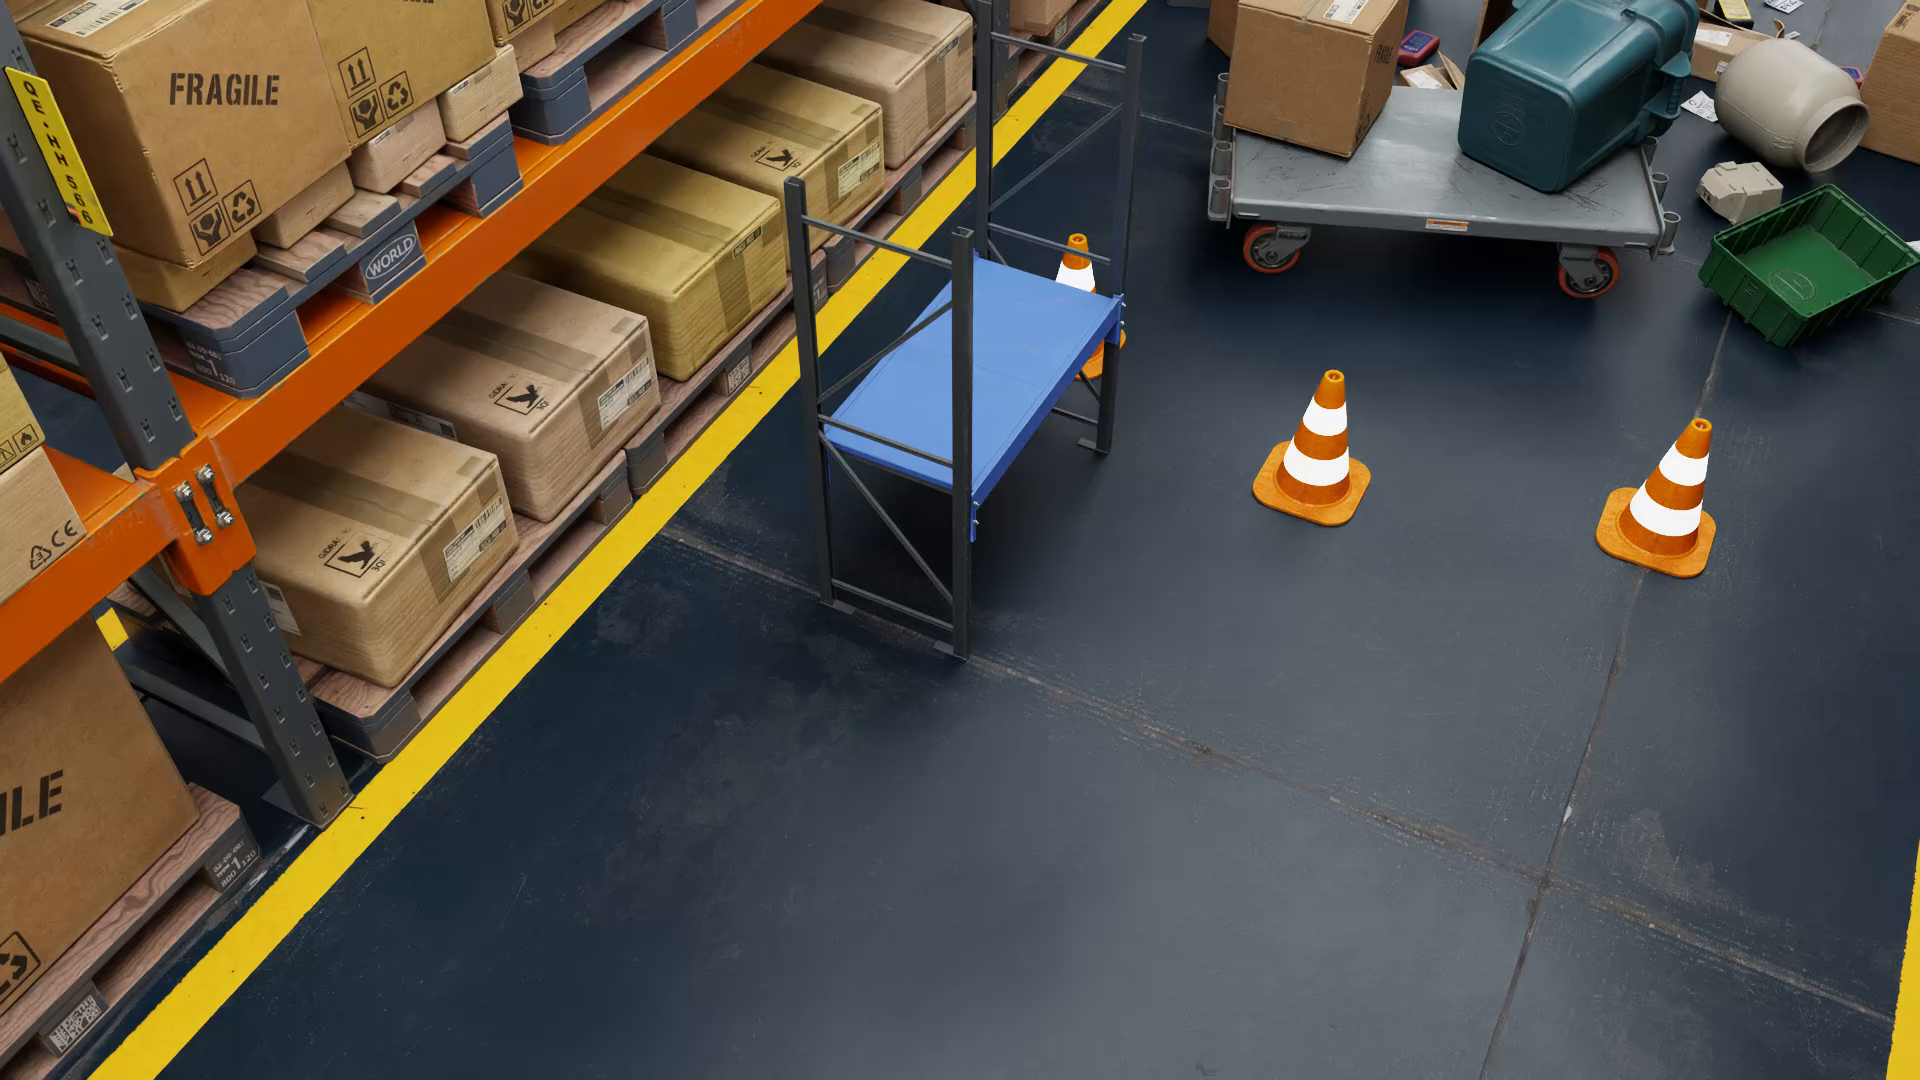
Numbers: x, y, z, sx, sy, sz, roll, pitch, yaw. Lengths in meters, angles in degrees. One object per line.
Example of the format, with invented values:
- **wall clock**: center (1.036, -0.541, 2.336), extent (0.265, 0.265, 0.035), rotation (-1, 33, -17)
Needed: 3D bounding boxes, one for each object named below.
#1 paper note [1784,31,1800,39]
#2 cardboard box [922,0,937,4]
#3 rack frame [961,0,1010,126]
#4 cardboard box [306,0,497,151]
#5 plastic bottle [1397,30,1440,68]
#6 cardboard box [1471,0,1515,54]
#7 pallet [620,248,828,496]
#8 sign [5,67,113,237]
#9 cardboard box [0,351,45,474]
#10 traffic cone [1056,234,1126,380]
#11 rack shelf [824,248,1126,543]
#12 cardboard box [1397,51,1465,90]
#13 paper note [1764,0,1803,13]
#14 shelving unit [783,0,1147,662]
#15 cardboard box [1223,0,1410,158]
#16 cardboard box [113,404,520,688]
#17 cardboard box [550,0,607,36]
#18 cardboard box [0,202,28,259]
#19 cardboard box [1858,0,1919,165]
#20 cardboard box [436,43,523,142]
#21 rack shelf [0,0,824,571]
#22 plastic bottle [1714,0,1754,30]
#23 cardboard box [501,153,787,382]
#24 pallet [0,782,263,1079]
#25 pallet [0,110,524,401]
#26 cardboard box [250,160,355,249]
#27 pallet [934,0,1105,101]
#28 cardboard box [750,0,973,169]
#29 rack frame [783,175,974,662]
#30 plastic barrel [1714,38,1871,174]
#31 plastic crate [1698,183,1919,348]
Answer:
- **paper note**: center (3.730, -2.267, 7.483), extent (0.123, 0.001, 0.032), rotation (-24, 50, -22)
- **cardboard box**: center (-0.232, -2.635, 7.384), extent (0.500, 0.250, 0.500), rotation (23, 50, 21)
- **rack frame**: center (-0.268, -2.993, 6.099), extent (1.000, 3.000, 0.127), rotation (20, 49, 19)
- **cardboard box**: center (-1.475, -1.298, 3.850), extent (0.500, 0.500, 0.500), rotation (23, 50, 21)
- **plastic bottle**: center (1.992, -2.154, 7.336), extent (0.133, 0.061, 0.283), rotation (29, 52, 25)
- **cardboard box**: center (2.589, -2.149, 6.925), extent (0.797, 0.637, 0.503), rotation (20, 49, 19)
- **pallet**: center (-1.193, -0.751, 5.843), extent (1.003, 0.211, 1.213), rotation (20, 49, 19)
- **sign**: center (-1.632, -0.699, 3.018), extent (0.100, 0.325, 0.005), rotation (20, 49, 19)
- **cardboard box**: center (-2.125, -0.207, 3.100), extent (0.500, 0.250, 0.500), rotation (20, 49, 19)
- **traffic cone**: center (0.396, -0.858, 5.773), extent (0.336, 0.463, 0.334), rotation (20, 49, 19)
- **rack shelf**: center (0.040, -0.455, 4.898), extent (0.538, 0.185, 1.000), rotation (20, 49, 19)
- **cardboard box**: center (2.011, -1.837, 6.879), extent (0.258, 0.266, 0.396), rotation (-9, 46, -9)
- **paper note**: center (3.808, -2.497, 7.698), extent (0.142, 0.017, 0.144), rotation (-33, 54, -28)
- **shelving unit**: center (0.040, -0.581, 4.770), extent (0.538, 1.500, 1.048), rotation (20, 49, 19)
- **cardboard box**: center (1.322, -1.812, 6.157), extent (0.500, 0.500, 0.500), rotation (20, 49, 19)
- **cardboard box**: center (-1.854, -0.050, 4.743), extent (0.950, 0.372, 0.625), rotation (17, 48, 16)
- **cardboard box**: center (-1.195, -1.535, 4.540), extent (0.380, 0.149, 0.250), rotation (22, 49, 21)
- **cardboard box**: center (-2.181, -0.817, 3.830), extent (0.380, 0.149, 0.250), rotation (22, 49, 20)
- **cardboard box**: center (3.975, -1.861, 6.736), extent (0.500, 0.500, 0.500), rotation (29, 52, 25)
- **cardboard box**: center (-1.335, -1.167, 4.175), extent (0.380, 0.149, 0.250), rotation (21, 49, 19)
- **rack shelf**: center (-1.197, -1.480, 5.110), extent (1.077, 0.370, 4.000), rotation (20, 49, 19)
- **plastic bottle**: center (3.520, -2.369, 7.548), extent (0.133, 0.061, 0.283), rotation (5, 46, 5)
- **cardboard box**: center (-1.161, -0.993, 5.675), extent (0.950, 0.372, 0.625), rotation (22, 49, 20)
- **pallet**: center (-2.558, 0.979, 4.134), extent (1.003, 0.211, 1.213), rotation (20, 49, 19)
- **pallet**: center (-1.889, -0.890, 4.156), extent (1.213, 0.211, 1.003), rotation (20, 49, 19)
- **cardboard box**: center (-1.648, -0.843, 3.856), extent (0.380, 0.149, 0.250), rotation (18, 48, 17)
- **pallet**: center (0.012, -2.448, 7.521), extent (1.003, 0.211, 1.213), rotation (20, 49, 19)
- **cardboard box**: center (-0.509, -1.886, 6.557), extent (0.950, 0.372, 0.625), rotation (21, 49, 20)
- **rack frame**: center (-0.196, -0.261, 4.453), extent (0.500, 1.500, 0.032), rotation (20, 49, 19)
- **plastic barrel**: center (3.331, -1.738, 6.670), extent (0.421, 0.421, 0.512), rotation (-16, 48, -15)
- **plastic crate**: center (3.083, -0.996, 6.062), extent (0.662, 0.188, 0.450), rotation (-24, 60, -22)
